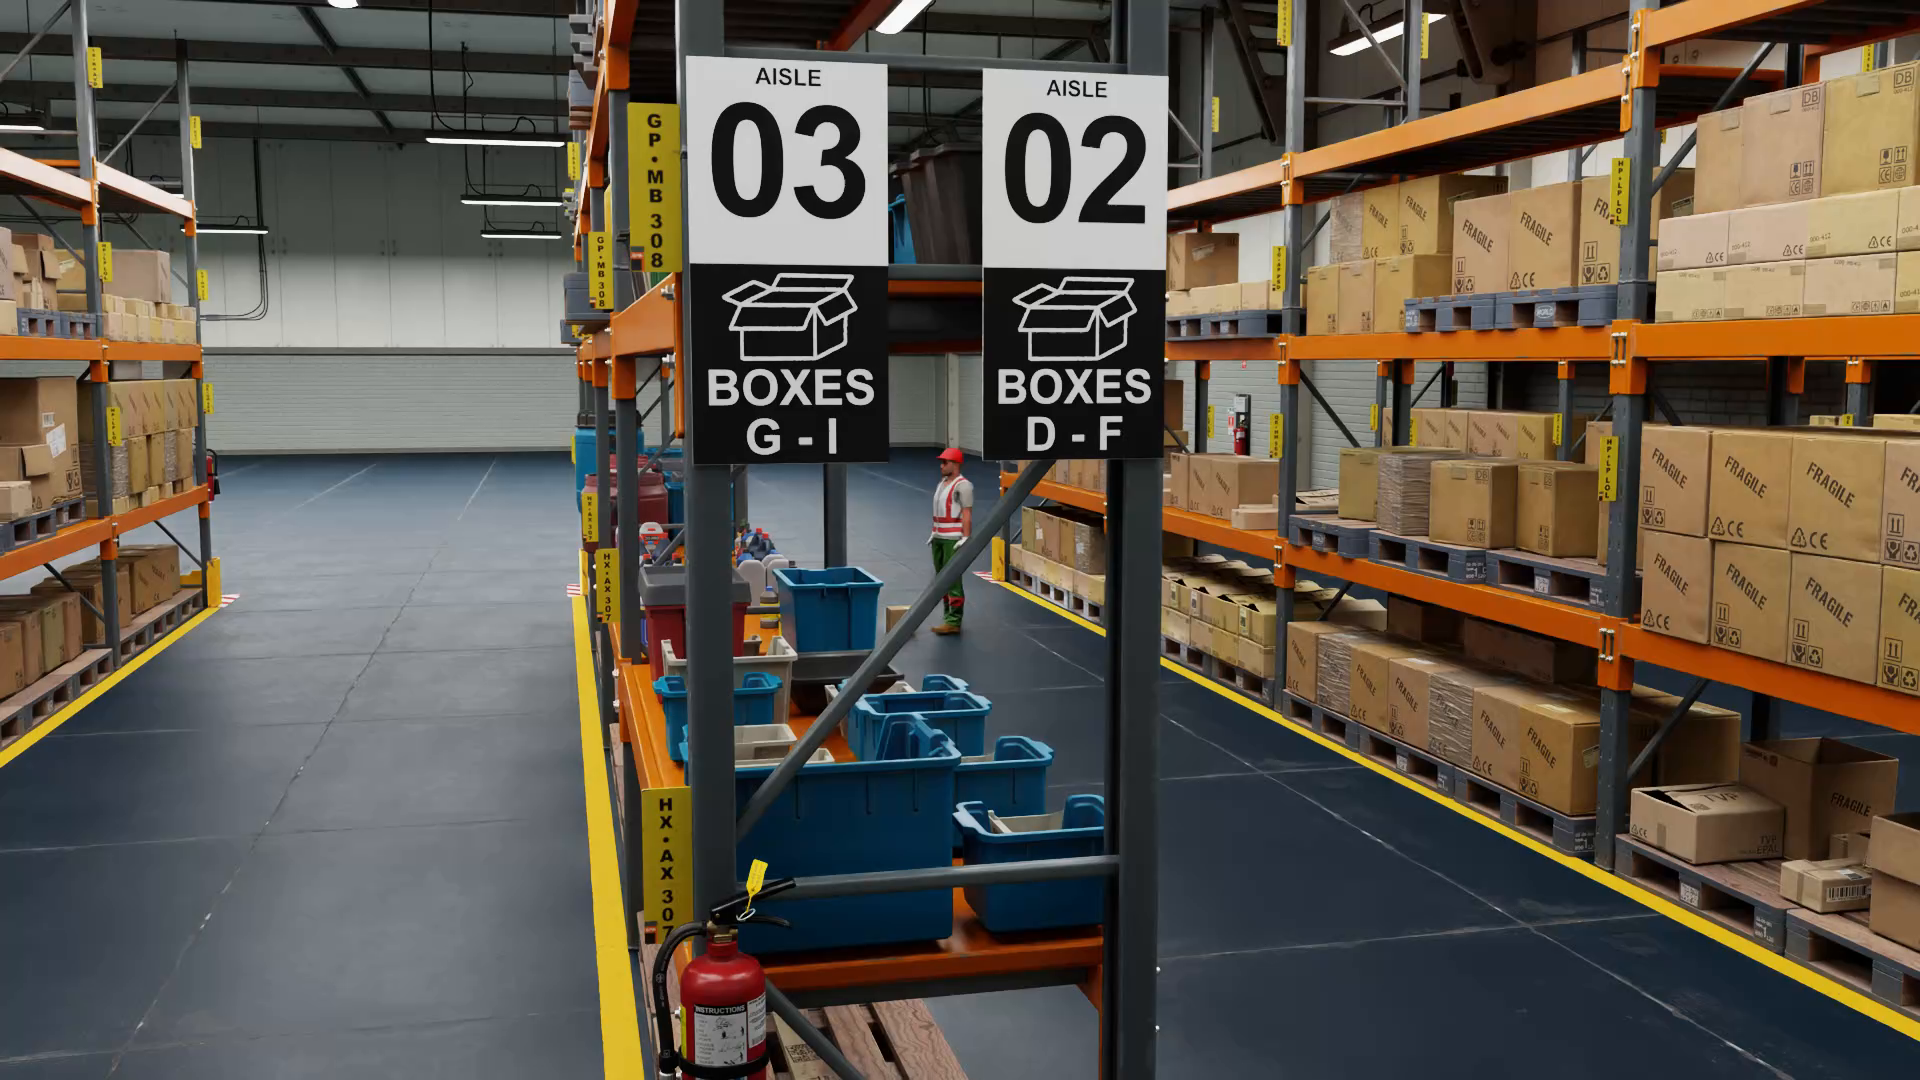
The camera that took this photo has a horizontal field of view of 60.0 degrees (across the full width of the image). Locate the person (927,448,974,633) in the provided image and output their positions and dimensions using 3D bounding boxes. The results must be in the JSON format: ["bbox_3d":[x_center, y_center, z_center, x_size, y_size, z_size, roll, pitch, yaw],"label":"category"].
[{"bbox_3d":[-0.122,0.013,16.193,0.447,1.822,0.572,-3,7,-29],"label":"person"}]
